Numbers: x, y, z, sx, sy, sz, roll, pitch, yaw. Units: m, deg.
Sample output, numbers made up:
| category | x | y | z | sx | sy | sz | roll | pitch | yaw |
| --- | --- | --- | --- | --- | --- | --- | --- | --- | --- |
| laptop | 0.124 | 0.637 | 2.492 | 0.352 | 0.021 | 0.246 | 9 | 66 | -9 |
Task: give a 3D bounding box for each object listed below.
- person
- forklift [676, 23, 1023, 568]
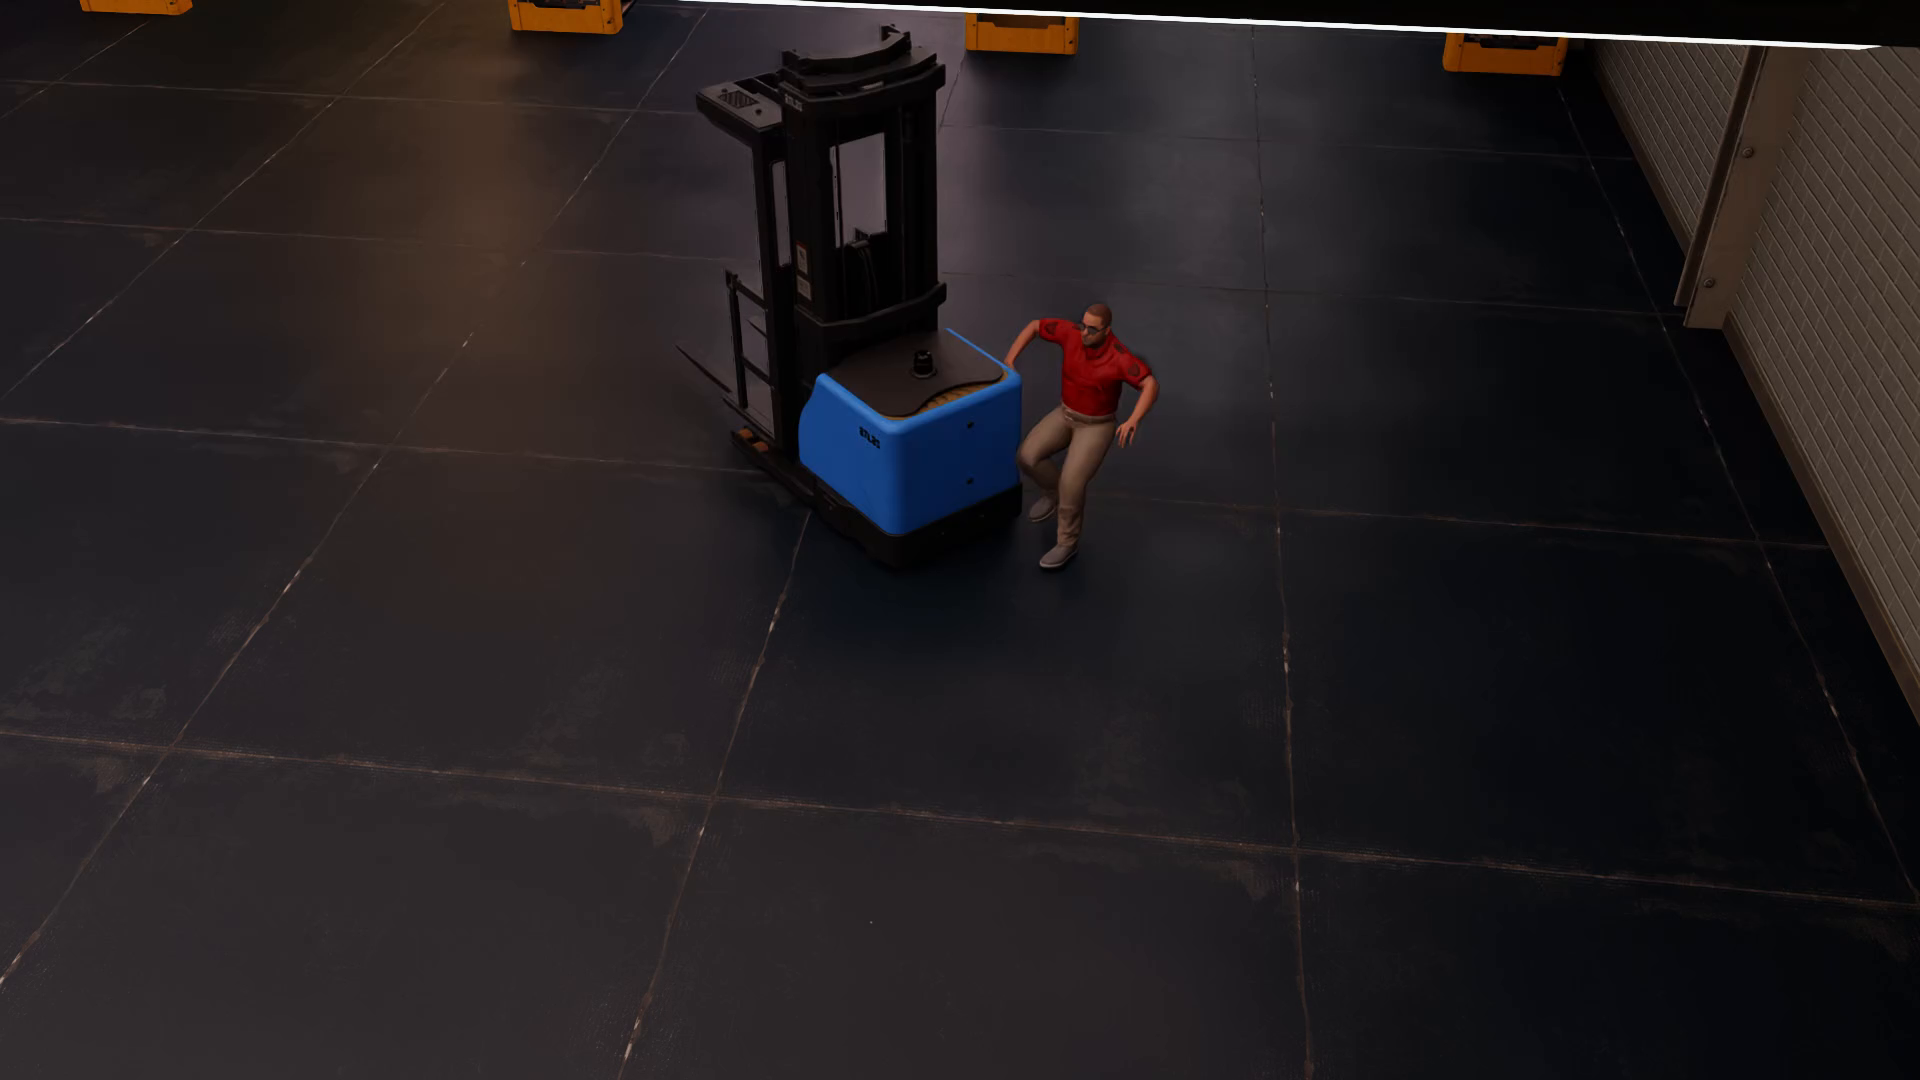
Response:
| category | x | y | z | sx | sy | sz | roll | pitch | yaw |
| --- | --- | --- | --- | --- | --- | --- | --- | --- | --- |
| person | 0.645 | -0.662 | 10.101 | 1.122 | 1.529 | 0.812 | 26 | 44 | 31 |
| forklift | -0.890 | -1.832 | 10.515 | 1.130 | 2.935 | 3.031 | -24 | 43 | -29 |
